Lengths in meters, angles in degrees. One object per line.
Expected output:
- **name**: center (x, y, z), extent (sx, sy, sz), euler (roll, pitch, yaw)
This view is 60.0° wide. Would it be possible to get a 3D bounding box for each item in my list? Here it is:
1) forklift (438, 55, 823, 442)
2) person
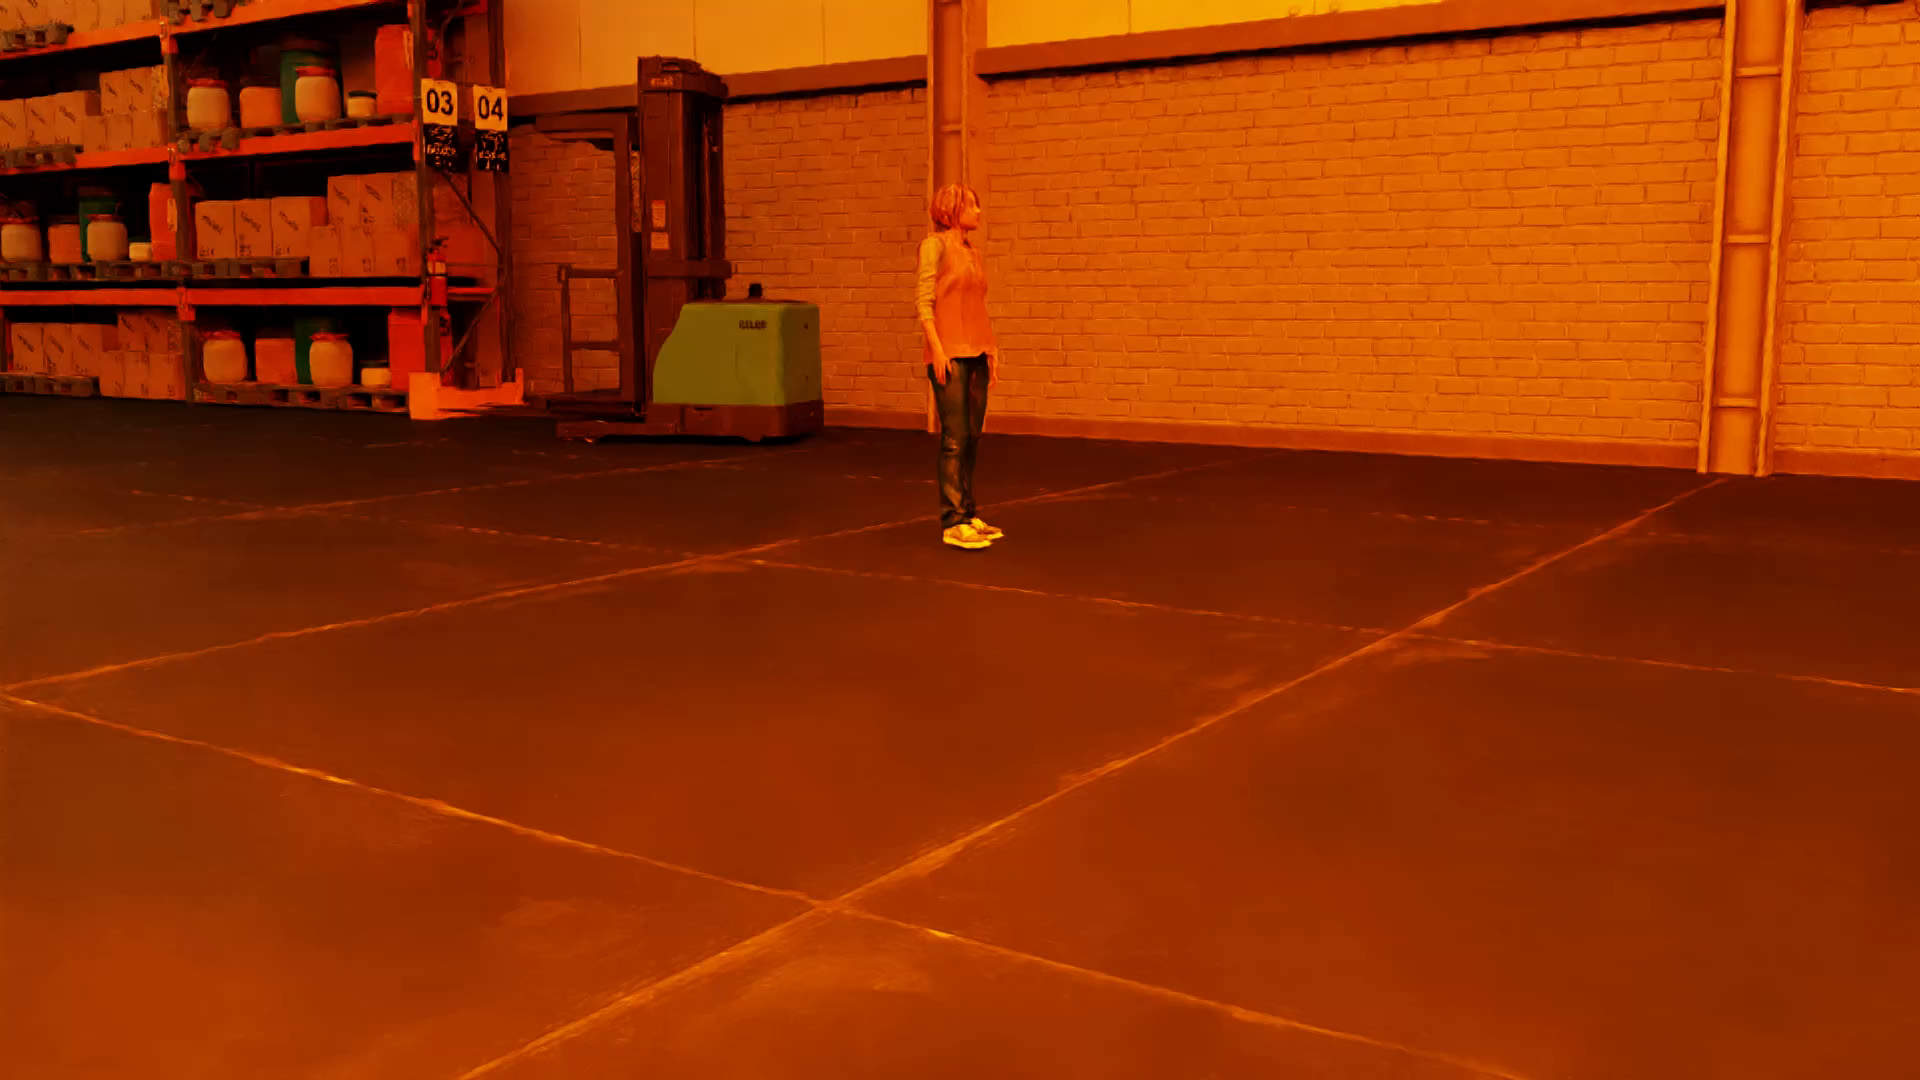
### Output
- **forklift**: center (-2.686, -2.286, 13.271), extent (3.031, 2.935, 1.130), euler (2, 8, 14)
- **person**: center (0.054, -0.790, 7.438), extent (0.474, 1.597, 0.520), euler (5, 10, 34)
